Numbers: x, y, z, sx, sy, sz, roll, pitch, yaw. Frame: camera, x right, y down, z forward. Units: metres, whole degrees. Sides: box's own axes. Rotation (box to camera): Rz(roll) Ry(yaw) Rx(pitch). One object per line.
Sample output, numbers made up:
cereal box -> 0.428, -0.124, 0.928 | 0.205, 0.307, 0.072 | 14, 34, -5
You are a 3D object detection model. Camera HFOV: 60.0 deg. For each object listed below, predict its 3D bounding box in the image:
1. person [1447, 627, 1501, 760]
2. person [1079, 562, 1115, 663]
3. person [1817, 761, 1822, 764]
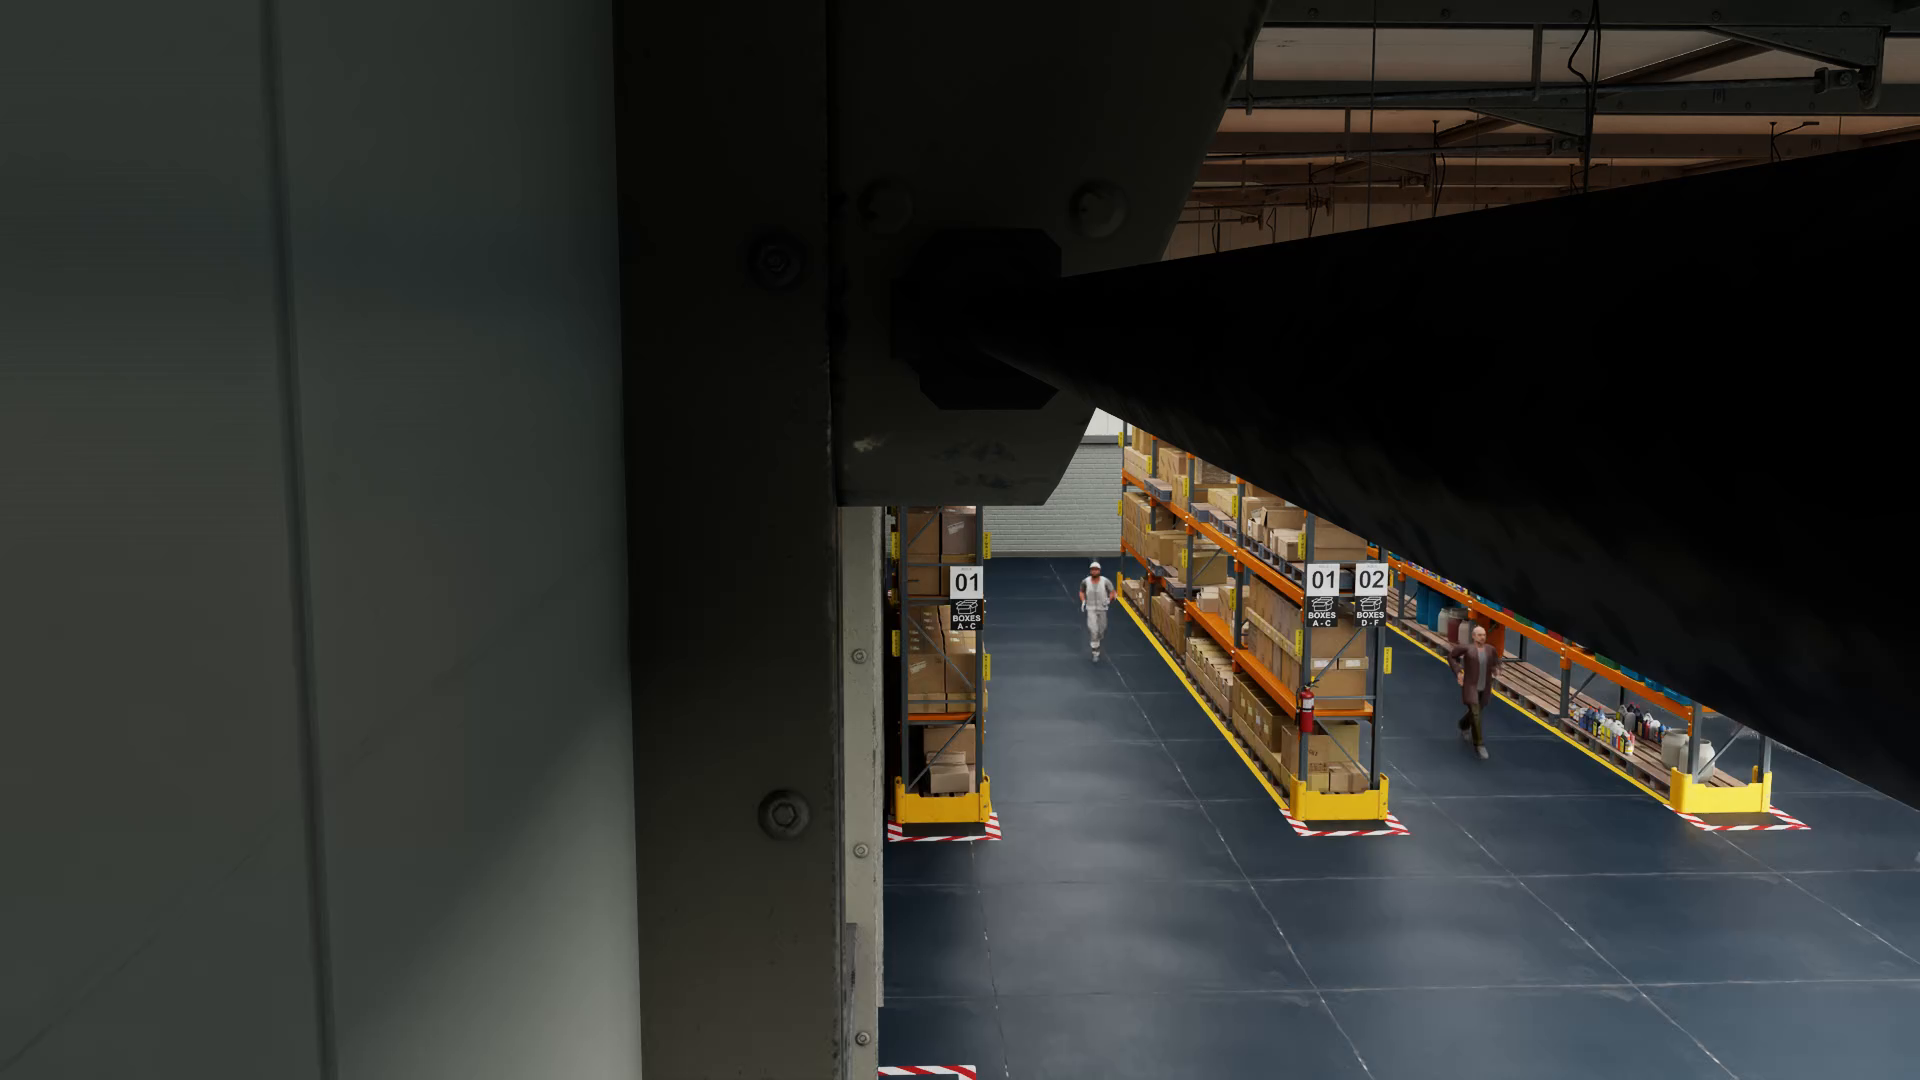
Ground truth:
person -> 7.347, 2.120, 23.681 | 0.703, 1.802, 1.047 | -2, 8, -11
person -> 2.456, 1.275, 29.866 | 0.647, 1.777, 0.755 | 1, 8, 4
person -> 12.026, 2.259, 23.240 | 0.555, 1.708, 0.705 | -4, 9, -26
